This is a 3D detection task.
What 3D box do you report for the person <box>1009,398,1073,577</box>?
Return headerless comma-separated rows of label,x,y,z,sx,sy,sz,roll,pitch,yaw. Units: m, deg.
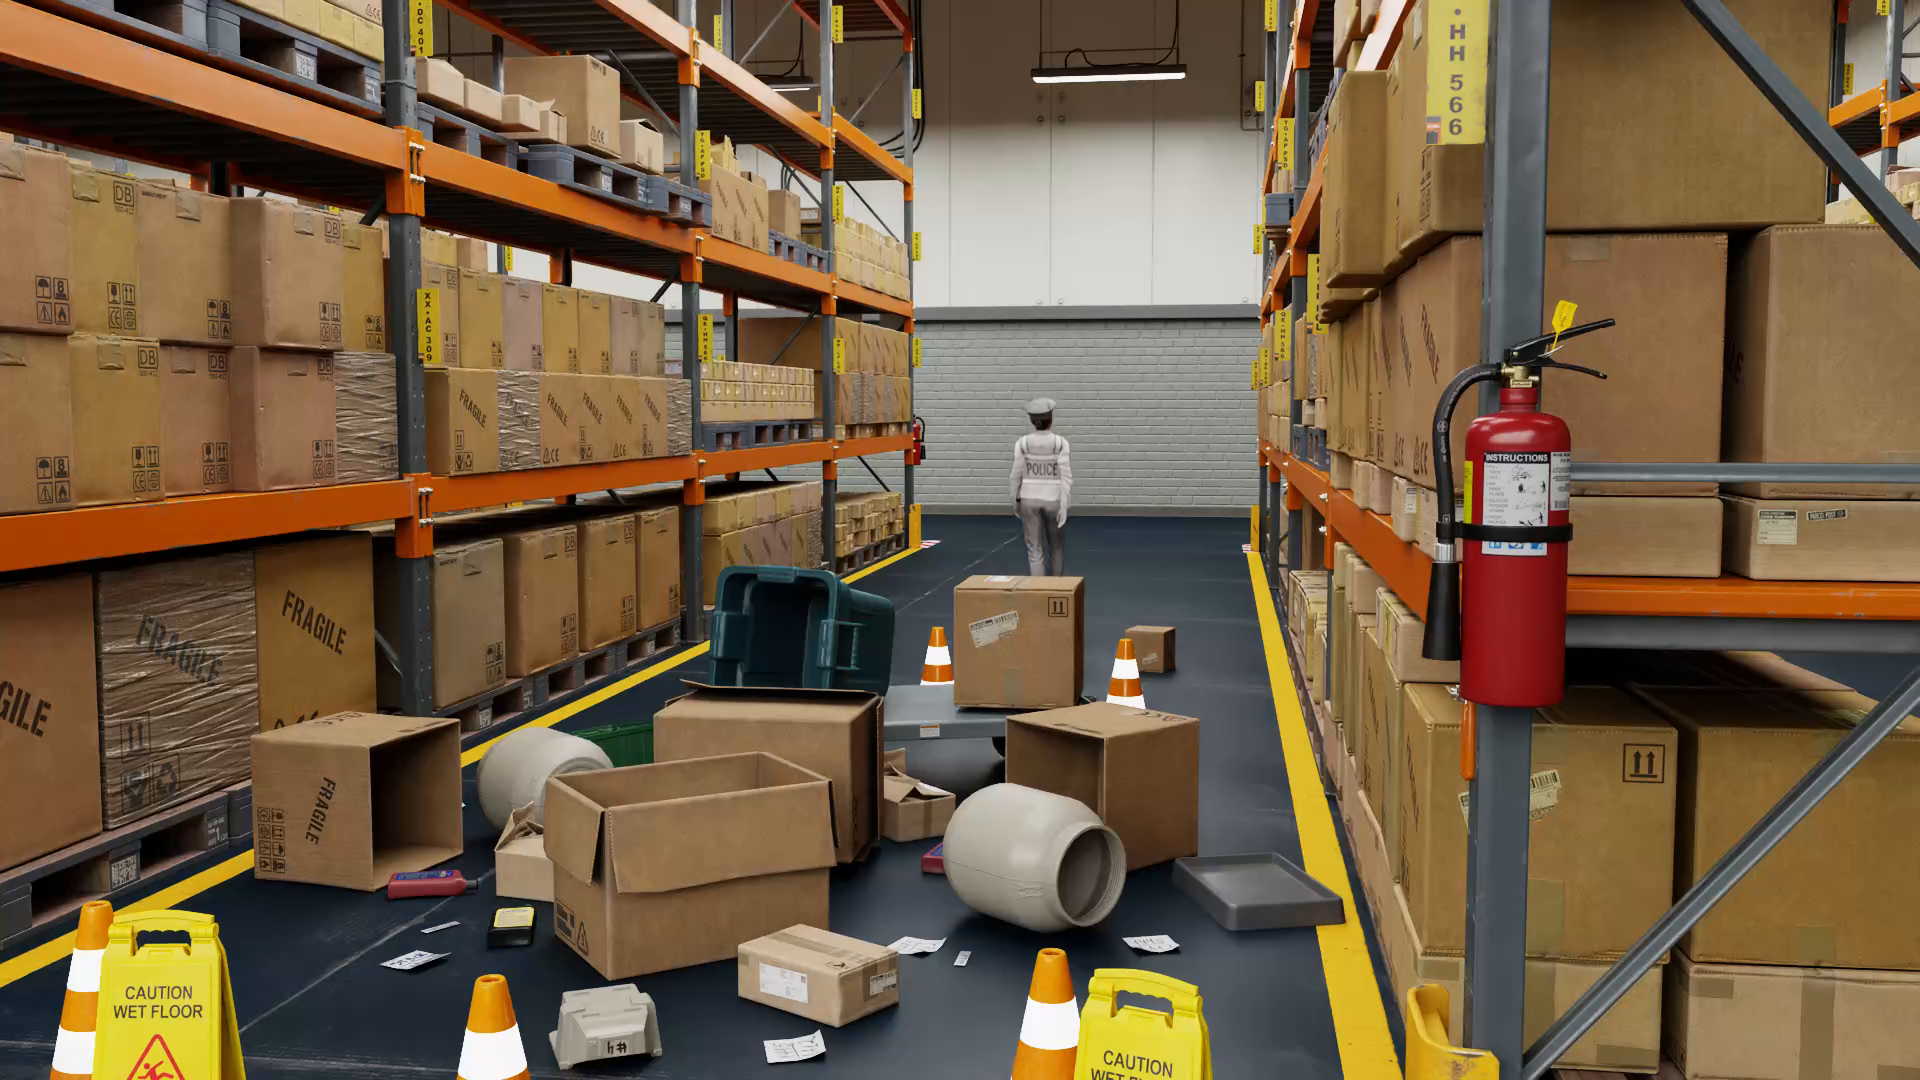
person,0.630,-0.272,13.070,0.488,1.690,0.822,0,5,1
